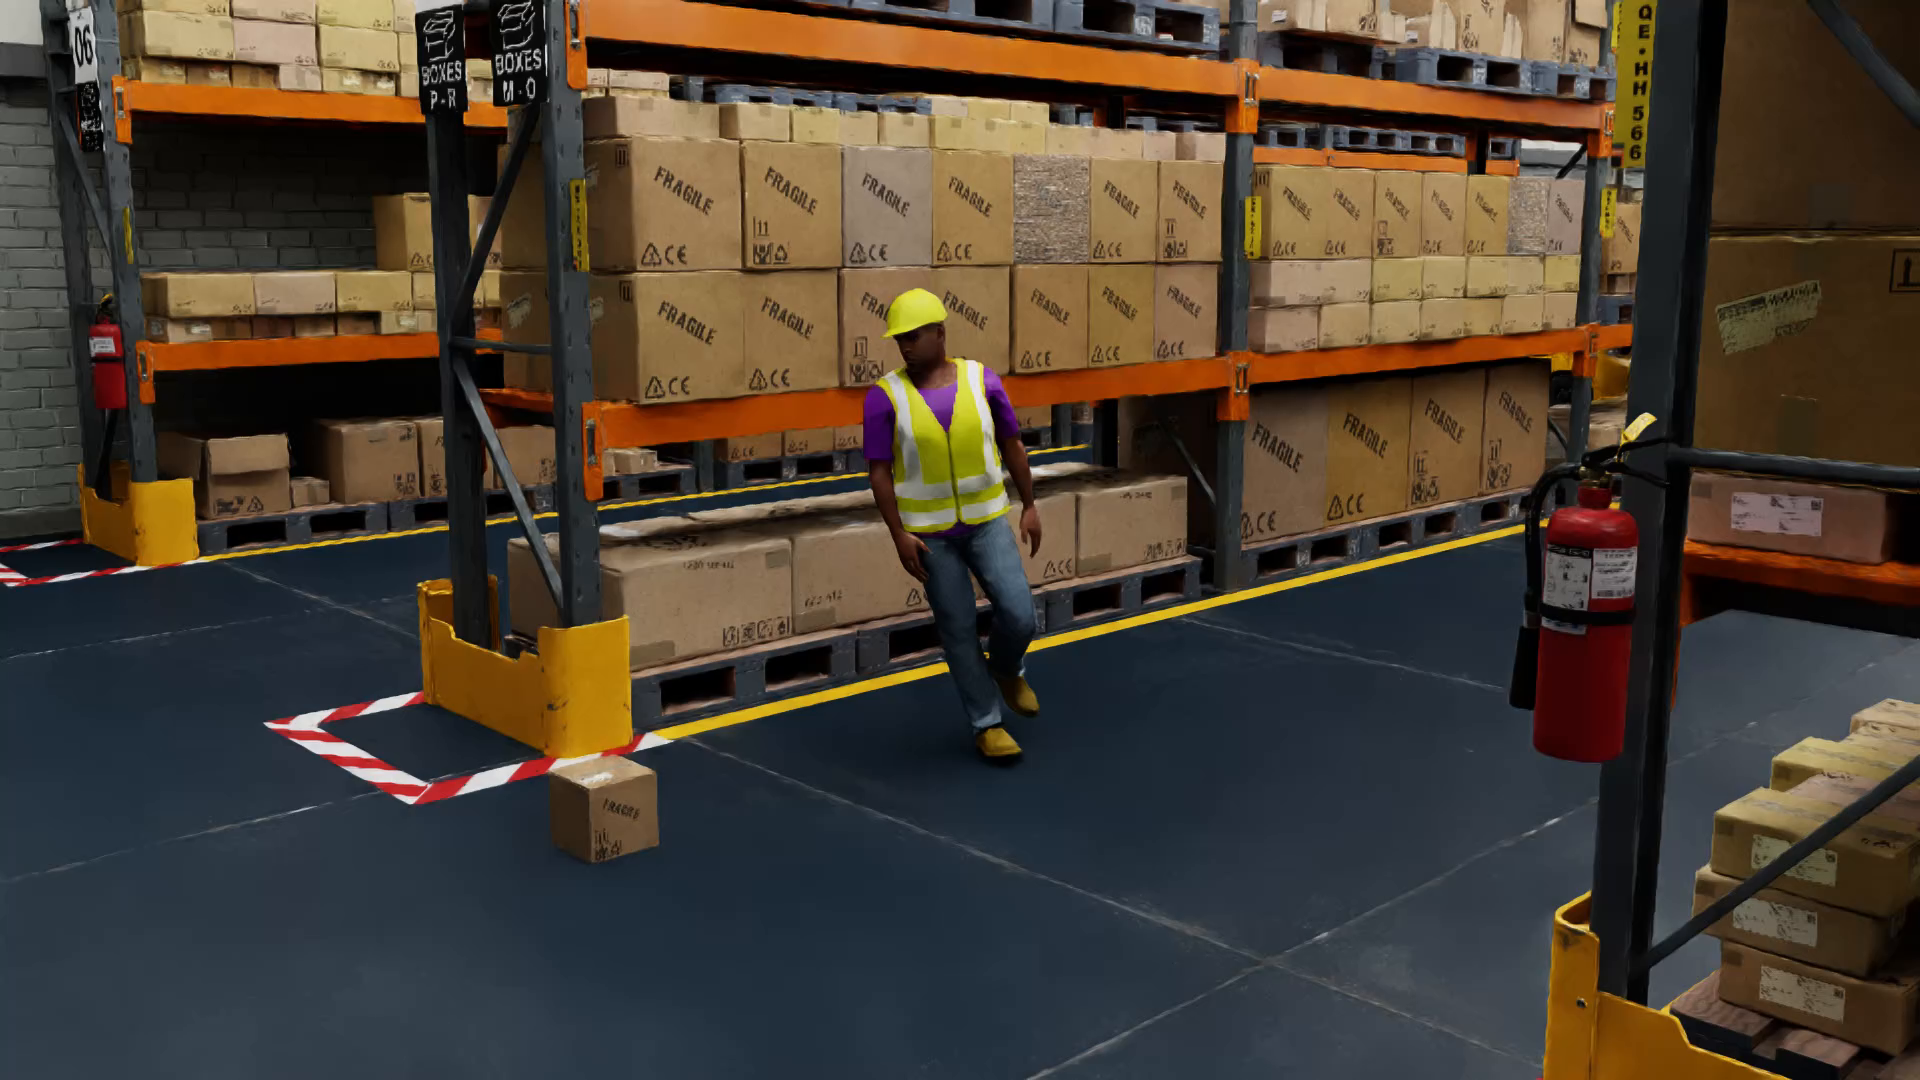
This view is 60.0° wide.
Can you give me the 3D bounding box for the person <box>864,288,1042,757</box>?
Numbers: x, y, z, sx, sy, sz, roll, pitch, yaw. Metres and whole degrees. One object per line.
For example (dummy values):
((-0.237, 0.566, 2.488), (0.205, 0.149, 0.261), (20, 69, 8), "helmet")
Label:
((-0.002, -0.055, 6.180), (0.704, 1.745, 0.513), (-3, 11, -13), "person")
